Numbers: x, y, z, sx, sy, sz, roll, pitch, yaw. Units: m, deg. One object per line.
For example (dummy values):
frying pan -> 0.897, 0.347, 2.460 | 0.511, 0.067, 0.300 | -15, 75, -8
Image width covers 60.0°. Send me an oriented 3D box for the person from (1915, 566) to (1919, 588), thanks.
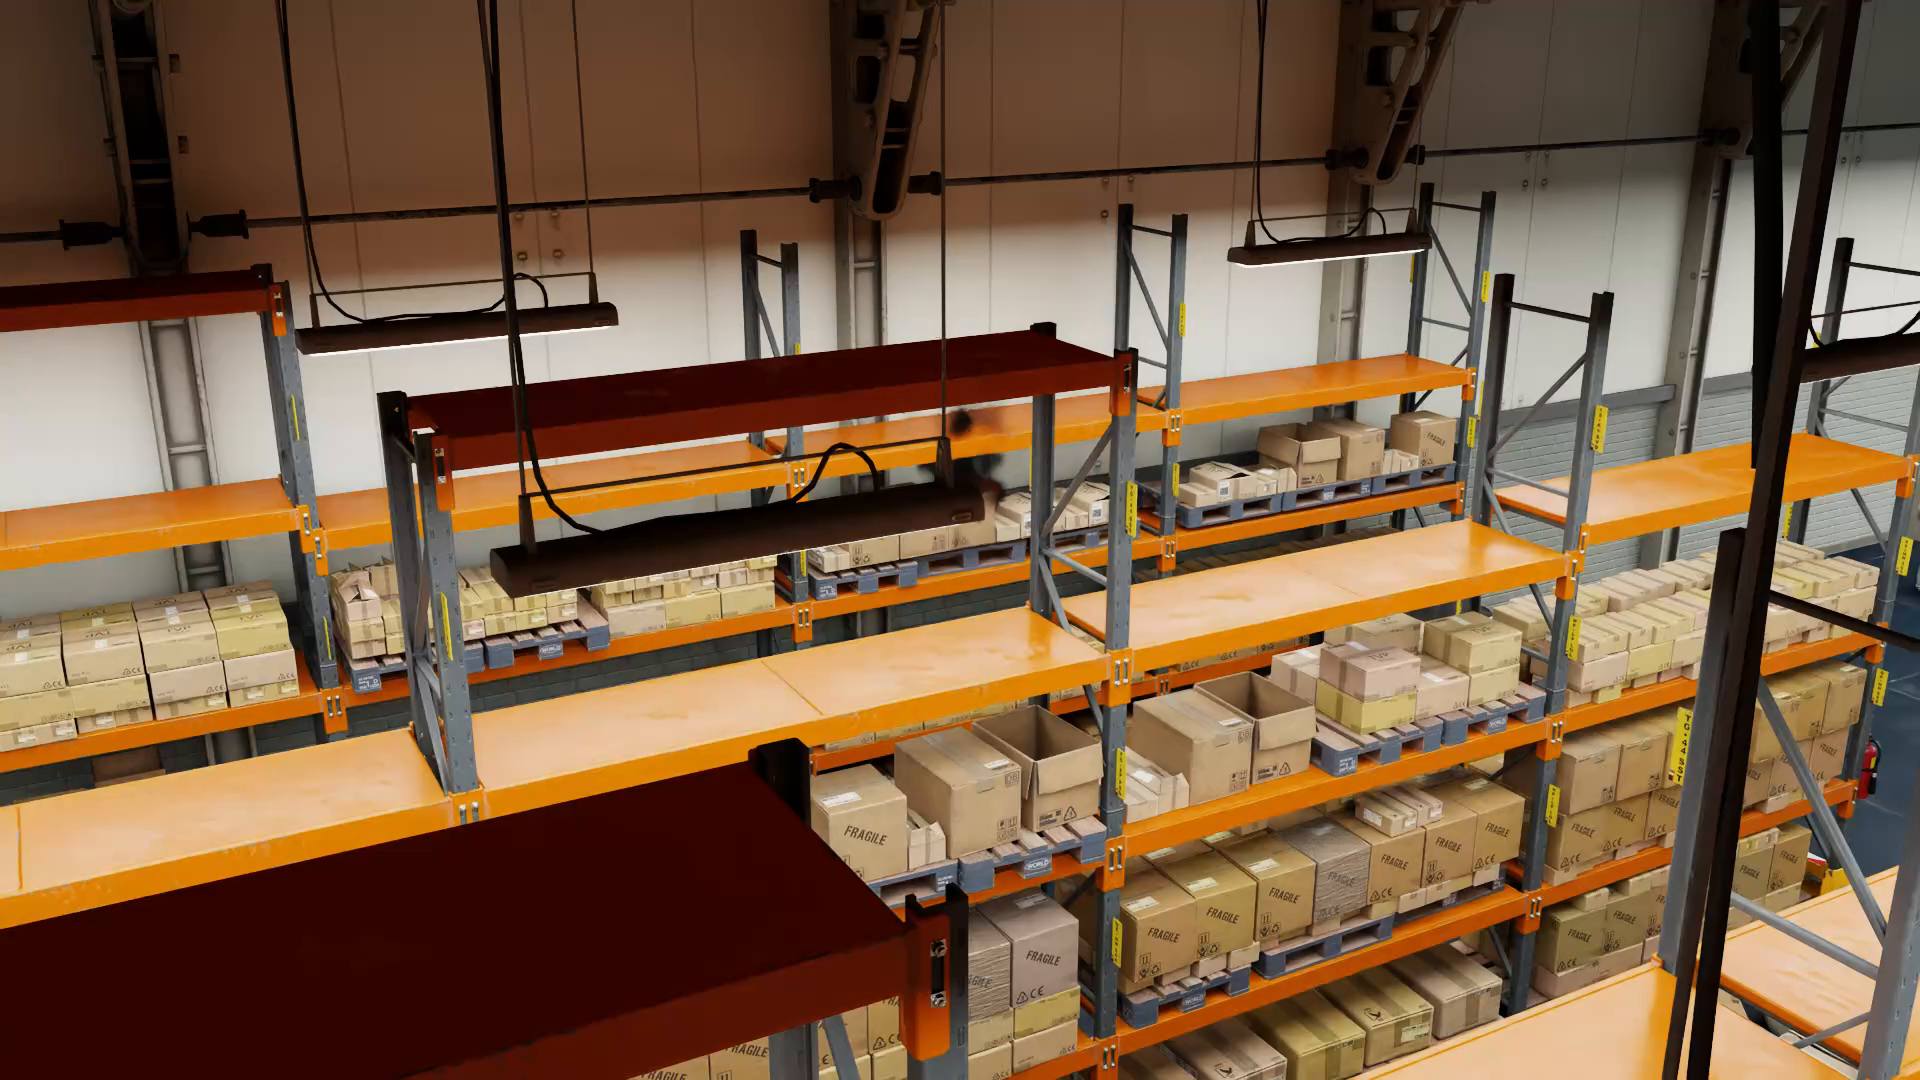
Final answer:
person -> 13.684, -0.125, 23.124 | 0.725, 1.844, 0.637 | -14, 23, -36
